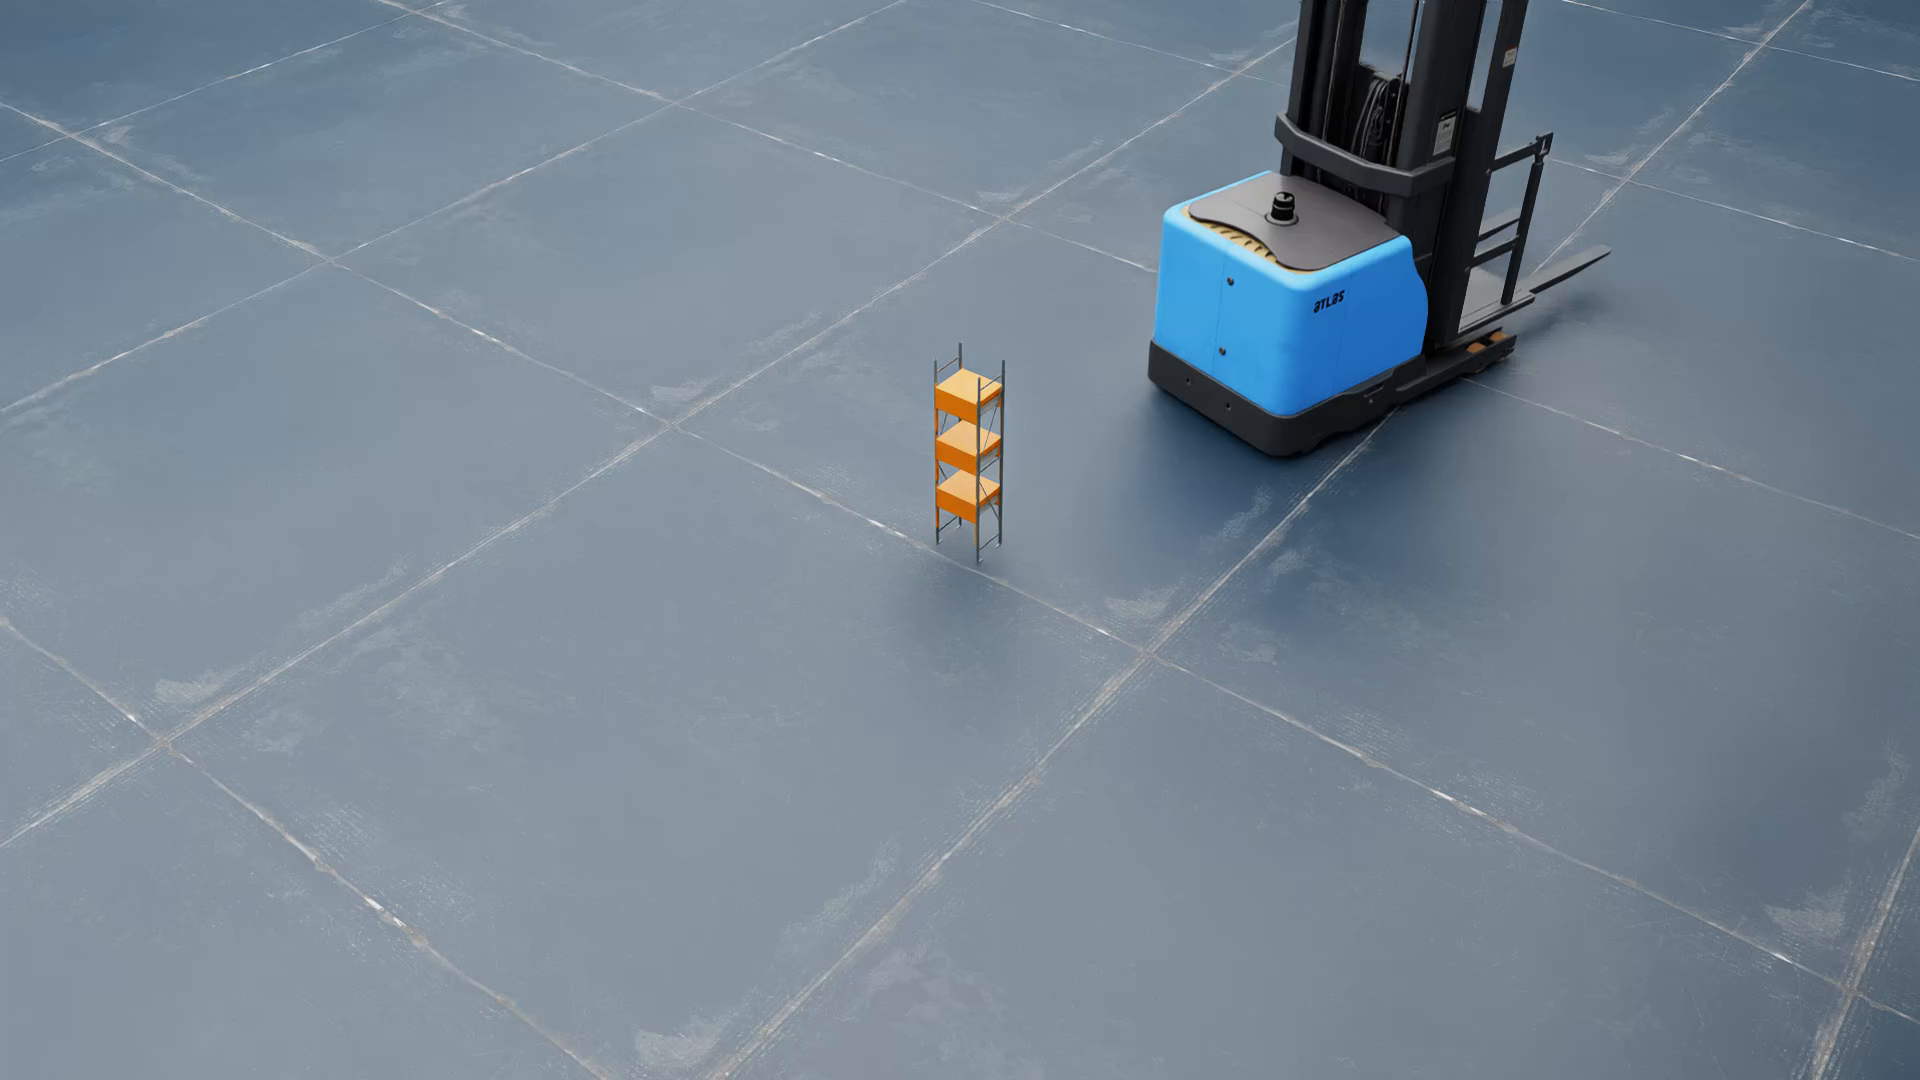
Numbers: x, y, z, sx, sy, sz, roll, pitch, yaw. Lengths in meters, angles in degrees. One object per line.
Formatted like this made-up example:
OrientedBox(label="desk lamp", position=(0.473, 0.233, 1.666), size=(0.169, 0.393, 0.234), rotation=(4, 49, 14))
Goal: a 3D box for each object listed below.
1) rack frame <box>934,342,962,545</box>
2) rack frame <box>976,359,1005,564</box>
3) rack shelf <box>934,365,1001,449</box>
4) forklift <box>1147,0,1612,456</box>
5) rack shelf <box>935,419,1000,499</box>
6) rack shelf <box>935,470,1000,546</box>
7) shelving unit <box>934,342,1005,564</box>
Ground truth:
OrientedBox(label="rack frame", position=(-0.054, -0.439, 7.820), size=(0.008, 1.050, 0.200), rotation=(25, 45, 29))
OrientedBox(label="rack frame", position=(0.139, -0.348, 7.703), size=(0.008, 1.050, 0.200), rotation=(25, 45, 29))
OrientedBox(label="rack shelf", position=(0.042, -0.608, 7.593), size=(0.240, 0.259, 0.215), rotation=(25, 45, 29))
OrientedBox(label="forklift", position=(2.511, -2.324, 8.701), size=(3.031, 2.935, 1.130), rotation=(-25, 45, -29))
OrientedBox(label="rack shelf", position=(0.042, -0.385, 7.768), size=(0.240, 0.259, 0.215), rotation=(25, 45, 29))
OrientedBox(label="rack shelf", position=(0.042, -0.166, 7.939), size=(0.240, 0.259, 0.215), rotation=(25, 45, 29))
OrientedBox(label="shelving unit", position=(0.042, -0.393, 7.762), size=(0.252, 1.050, 0.215), rotation=(25, 45, 29))
